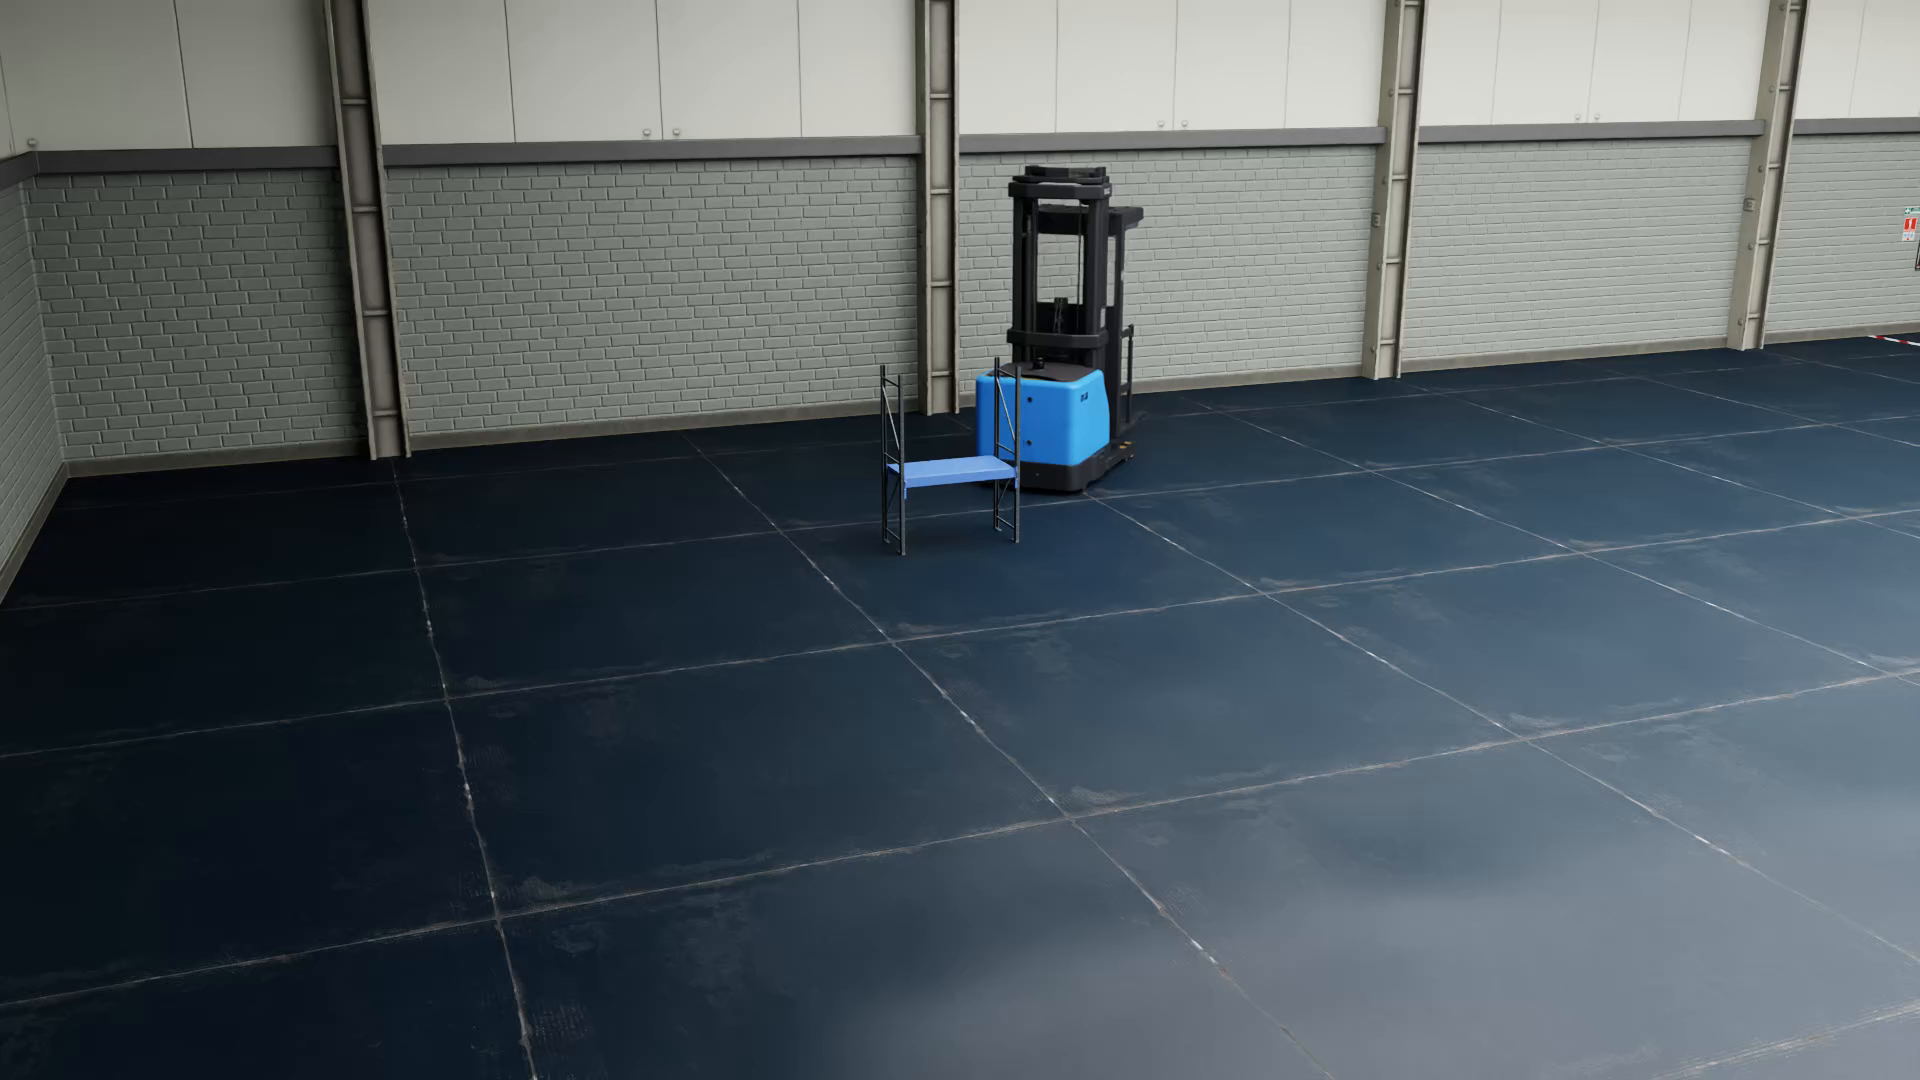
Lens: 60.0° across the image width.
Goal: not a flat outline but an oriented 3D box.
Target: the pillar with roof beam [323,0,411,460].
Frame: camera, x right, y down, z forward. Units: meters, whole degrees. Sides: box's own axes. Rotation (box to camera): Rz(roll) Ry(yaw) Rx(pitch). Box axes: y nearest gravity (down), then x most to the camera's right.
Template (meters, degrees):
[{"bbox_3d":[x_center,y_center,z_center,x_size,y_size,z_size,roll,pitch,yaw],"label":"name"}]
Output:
[{"bbox_3d":[-4.309,-4.057,11.944,0.400,9.000,9.100,-6,17,-20],"label":"pillar with roof beam"}]

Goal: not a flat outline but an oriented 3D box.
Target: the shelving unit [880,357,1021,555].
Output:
[{"bbox_3d":[-0.080,-0.711,13.858,1.048,1.500,0.538,-6,17,-20],"label":"shelving unit"}]

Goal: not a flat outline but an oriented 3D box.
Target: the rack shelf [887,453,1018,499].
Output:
[{"bbox_3d":[-0.080,-0.538,13.908,1.000,0.185,0.538,-6,17,-20],"label":"rack shelf"}]

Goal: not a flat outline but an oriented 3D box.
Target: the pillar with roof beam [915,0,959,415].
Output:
[{"bbox_3d":[1.294,-4.662,14.003,0.400,9.000,9.100,-6,17,-20],"label":"pillar with roof beam"}]

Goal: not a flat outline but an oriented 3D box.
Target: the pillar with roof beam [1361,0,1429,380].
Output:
[{"bbox_3d":[6.897,-5.267,16.063,0.400,9.000,9.100,-6,17,-20],"label":"pillar with roof beam"}]

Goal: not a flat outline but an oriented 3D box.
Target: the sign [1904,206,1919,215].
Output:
[{"bbox_3d":[13.695,-4.733,23.888,0.331,0.109,0.001,-6,17,-20],"label":"sign"}]

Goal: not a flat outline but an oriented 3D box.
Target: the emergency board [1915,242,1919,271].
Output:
[{"bbox_3d":[14.226,-4.496,24.085,0.626,1.169,0.157,-6,17,-20],"label":"emergency board"}]

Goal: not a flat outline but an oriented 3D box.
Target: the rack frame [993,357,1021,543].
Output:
[{"bbox_3d":[0.395,-0.762,14.032,0.032,1.500,0.500,-6,17,-20],"label":"rack frame"}]

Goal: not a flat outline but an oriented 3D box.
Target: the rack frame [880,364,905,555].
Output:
[{"bbox_3d":[-0.554,-0.660,13.683,0.032,1.500,0.500,-6,17,-20],"label":"rack frame"}]

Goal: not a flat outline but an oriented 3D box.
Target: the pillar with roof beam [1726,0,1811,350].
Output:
[{"bbox_3d":[12.500,-5.872,18.123,0.400,9.000,9.100,-6,17,-20],"label":"pillar with roof beam"}]

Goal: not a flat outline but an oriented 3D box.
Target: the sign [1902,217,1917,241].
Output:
[{"bbox_3d":[13.687,-4.481,23.969,0.234,0.329,0.001,-6,17,-20],"label":"sign"}]

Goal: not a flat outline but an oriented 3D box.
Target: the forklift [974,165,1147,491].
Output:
[{"bbox_3d":[1.150,-2.232,16.496,1.130,2.935,3.031,6,18,21],"label":"forklift"}]
